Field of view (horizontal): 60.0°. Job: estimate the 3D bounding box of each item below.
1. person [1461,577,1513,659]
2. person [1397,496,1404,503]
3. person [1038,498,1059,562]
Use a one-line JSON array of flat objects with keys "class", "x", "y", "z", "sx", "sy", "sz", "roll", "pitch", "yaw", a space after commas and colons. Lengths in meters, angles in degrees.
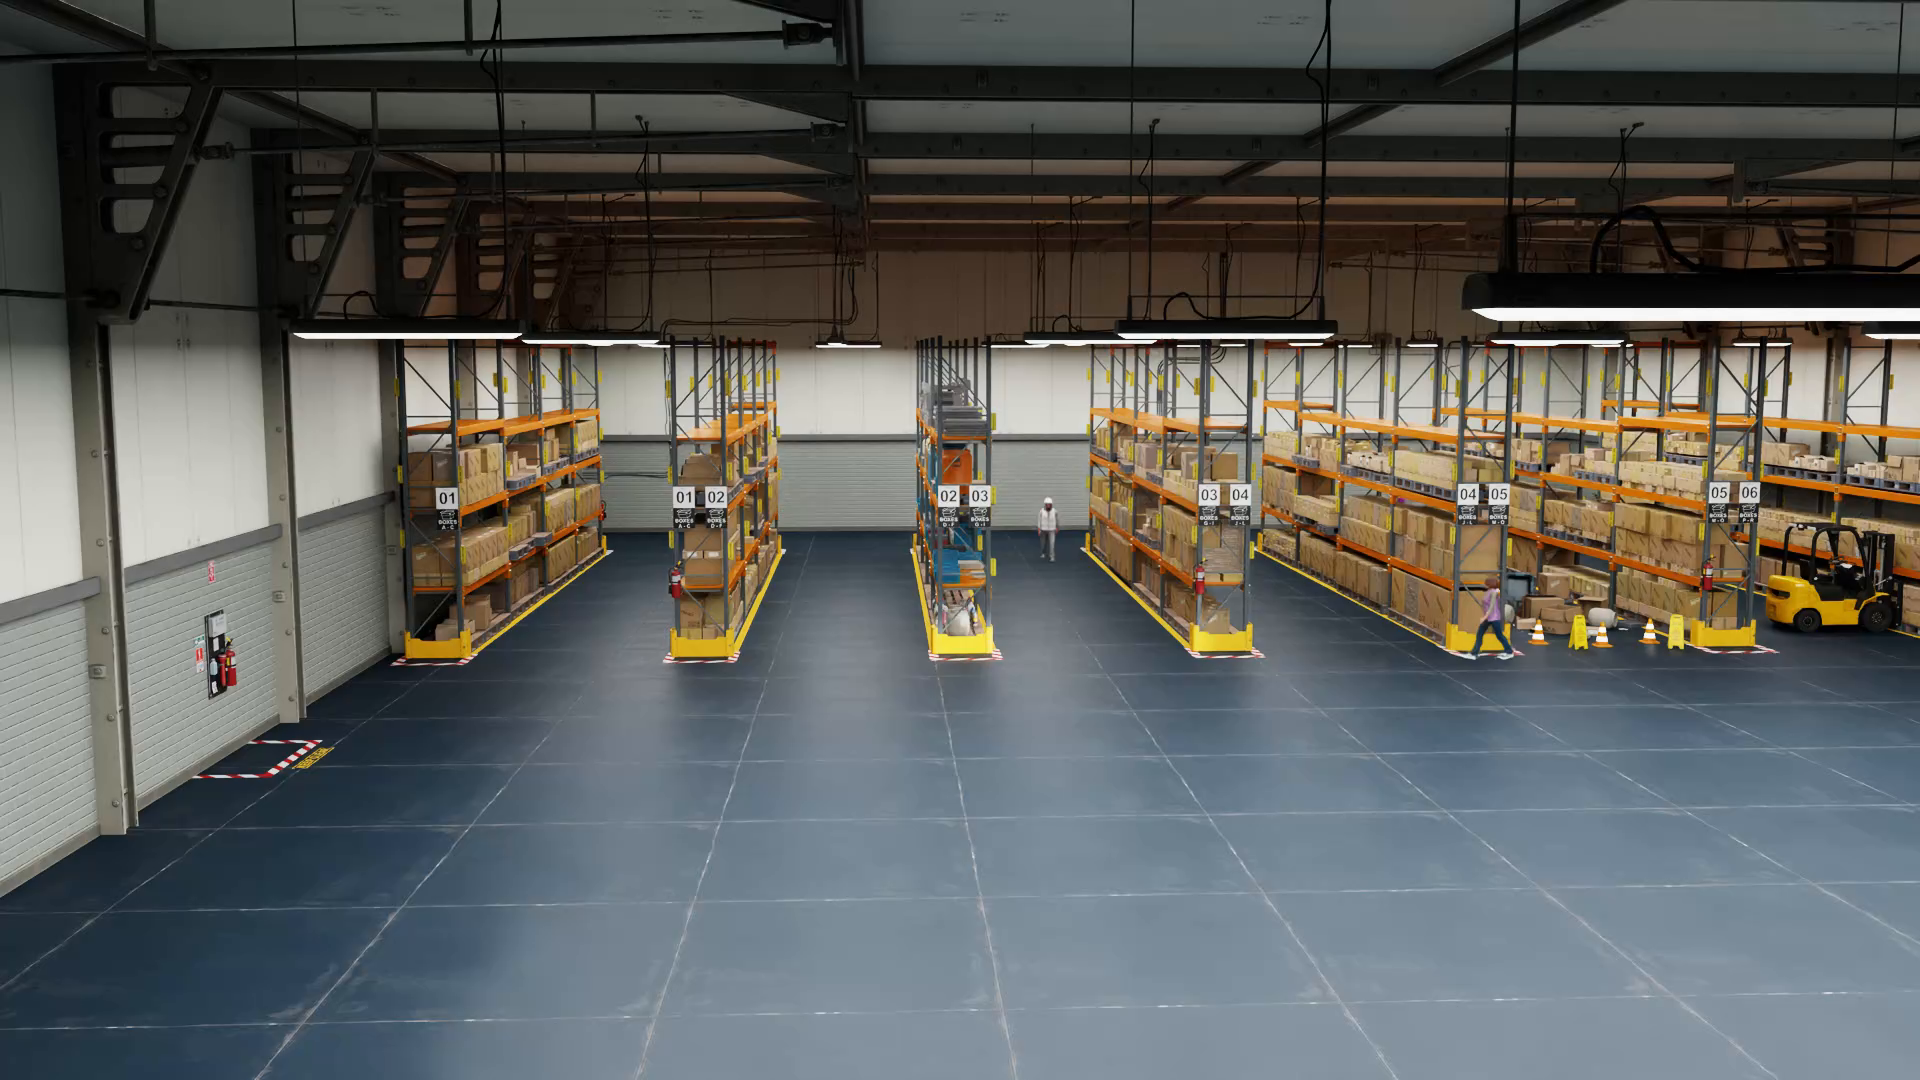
[{"class": "person", "x": 9.783, "y": 1.449, "z": 30.720, "sx": 0.949, "sy": 1.544, "sz": 0.407, "roll": -1, "pitch": 7, "yaw": -11}, {"class": "person", "x": 12.940, "y": -0.727, "z": 49.193, "sx": 0.928, "sy": 1.721, "sz": 0.611, "roll": -1, "pitch": 7, "yaw": -7}, {"class": "person", "x": 2.418, "y": -0.293, "z": 45.402, "sx": 0.612, "sy": 1.730, "sz": 1.044, "roll": 0, "pitch": 7, "yaw": -3}]
